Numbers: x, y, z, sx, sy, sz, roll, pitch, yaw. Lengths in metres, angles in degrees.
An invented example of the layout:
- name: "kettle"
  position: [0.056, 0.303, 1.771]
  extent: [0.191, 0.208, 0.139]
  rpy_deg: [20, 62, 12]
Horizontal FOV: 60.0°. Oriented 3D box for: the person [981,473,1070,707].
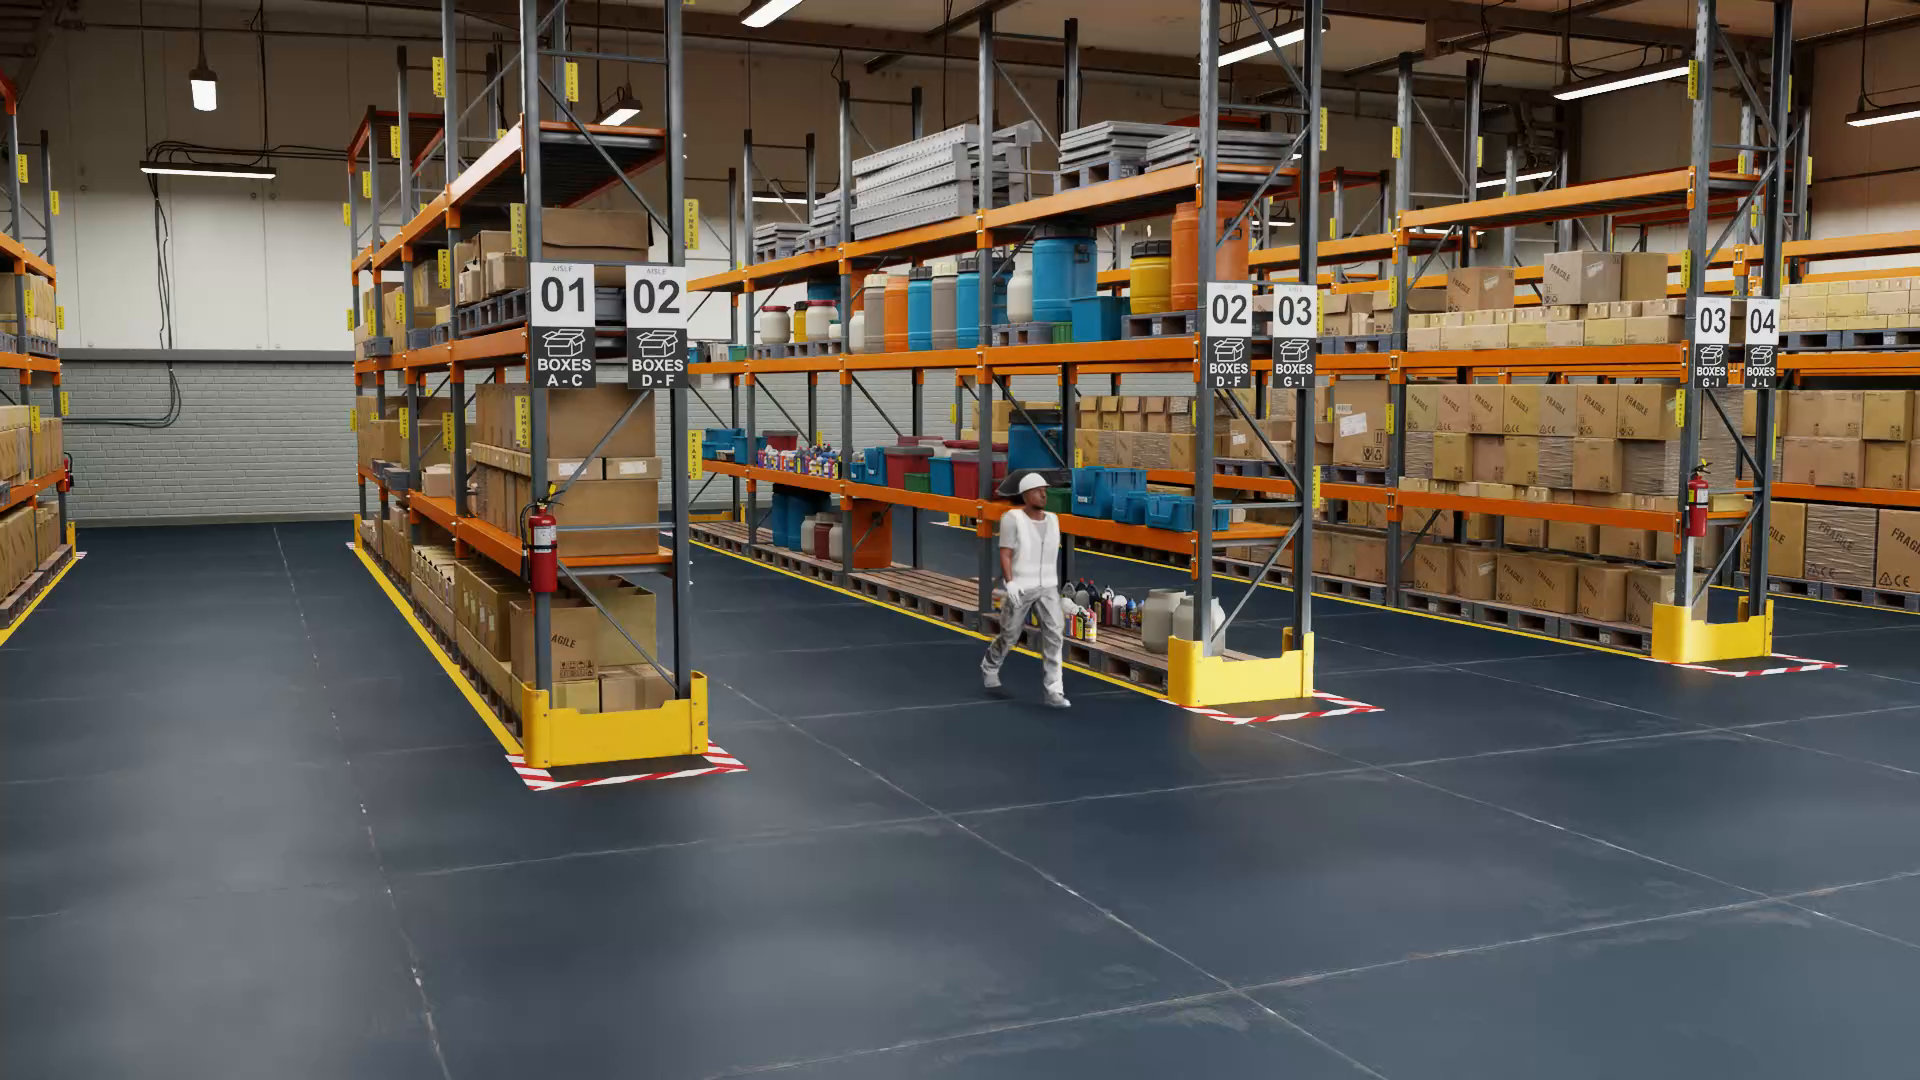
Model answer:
- name: "person"
  position: [0.527, 0.365, 12.713]
  extent: [0.558, 1.758, 0.993]
  rpy_deg: [-2, 6, -25]
